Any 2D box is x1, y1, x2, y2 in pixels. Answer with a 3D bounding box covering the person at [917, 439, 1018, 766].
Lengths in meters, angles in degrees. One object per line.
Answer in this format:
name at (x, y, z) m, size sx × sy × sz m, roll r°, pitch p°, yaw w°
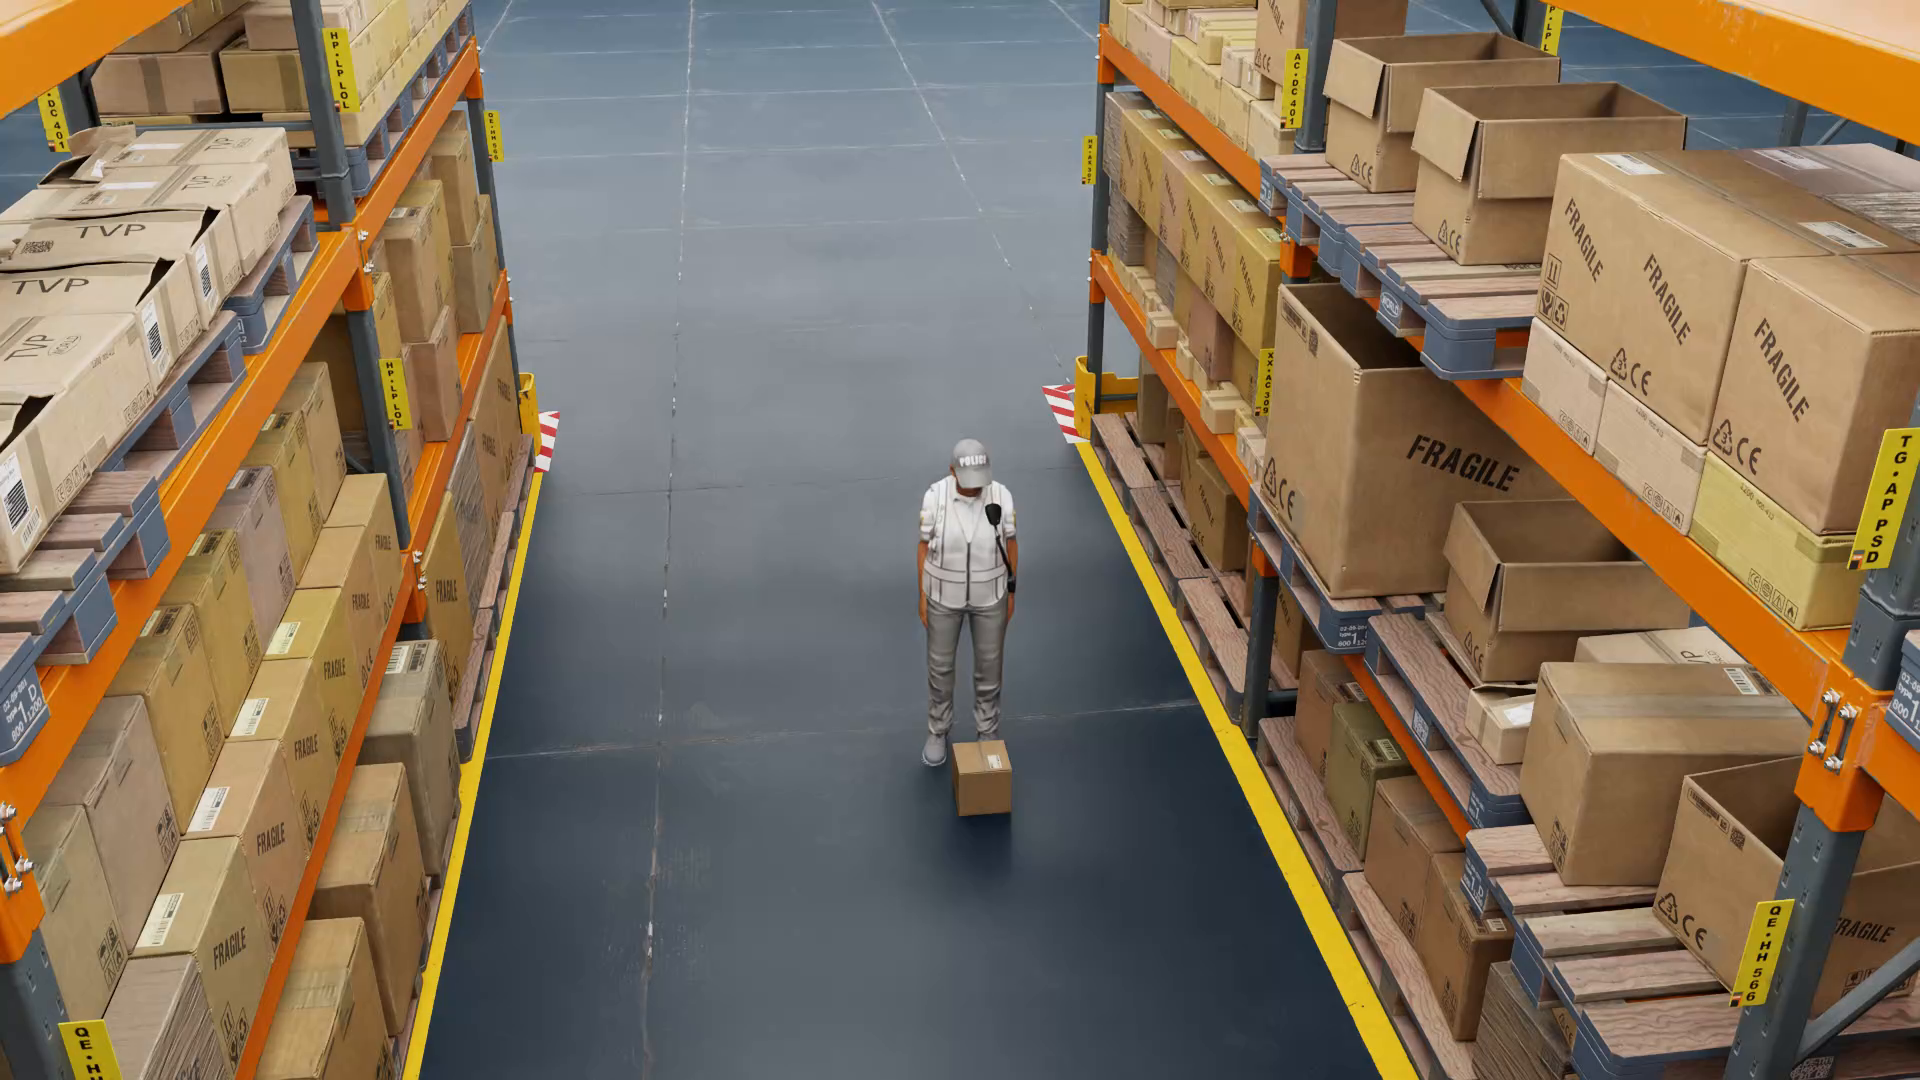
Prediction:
person at (0.039, 0.292, 8.041) m, size 0.487 × 1.687 × 0.405 m, roll -1°, pitch 27°, yaw -2°
